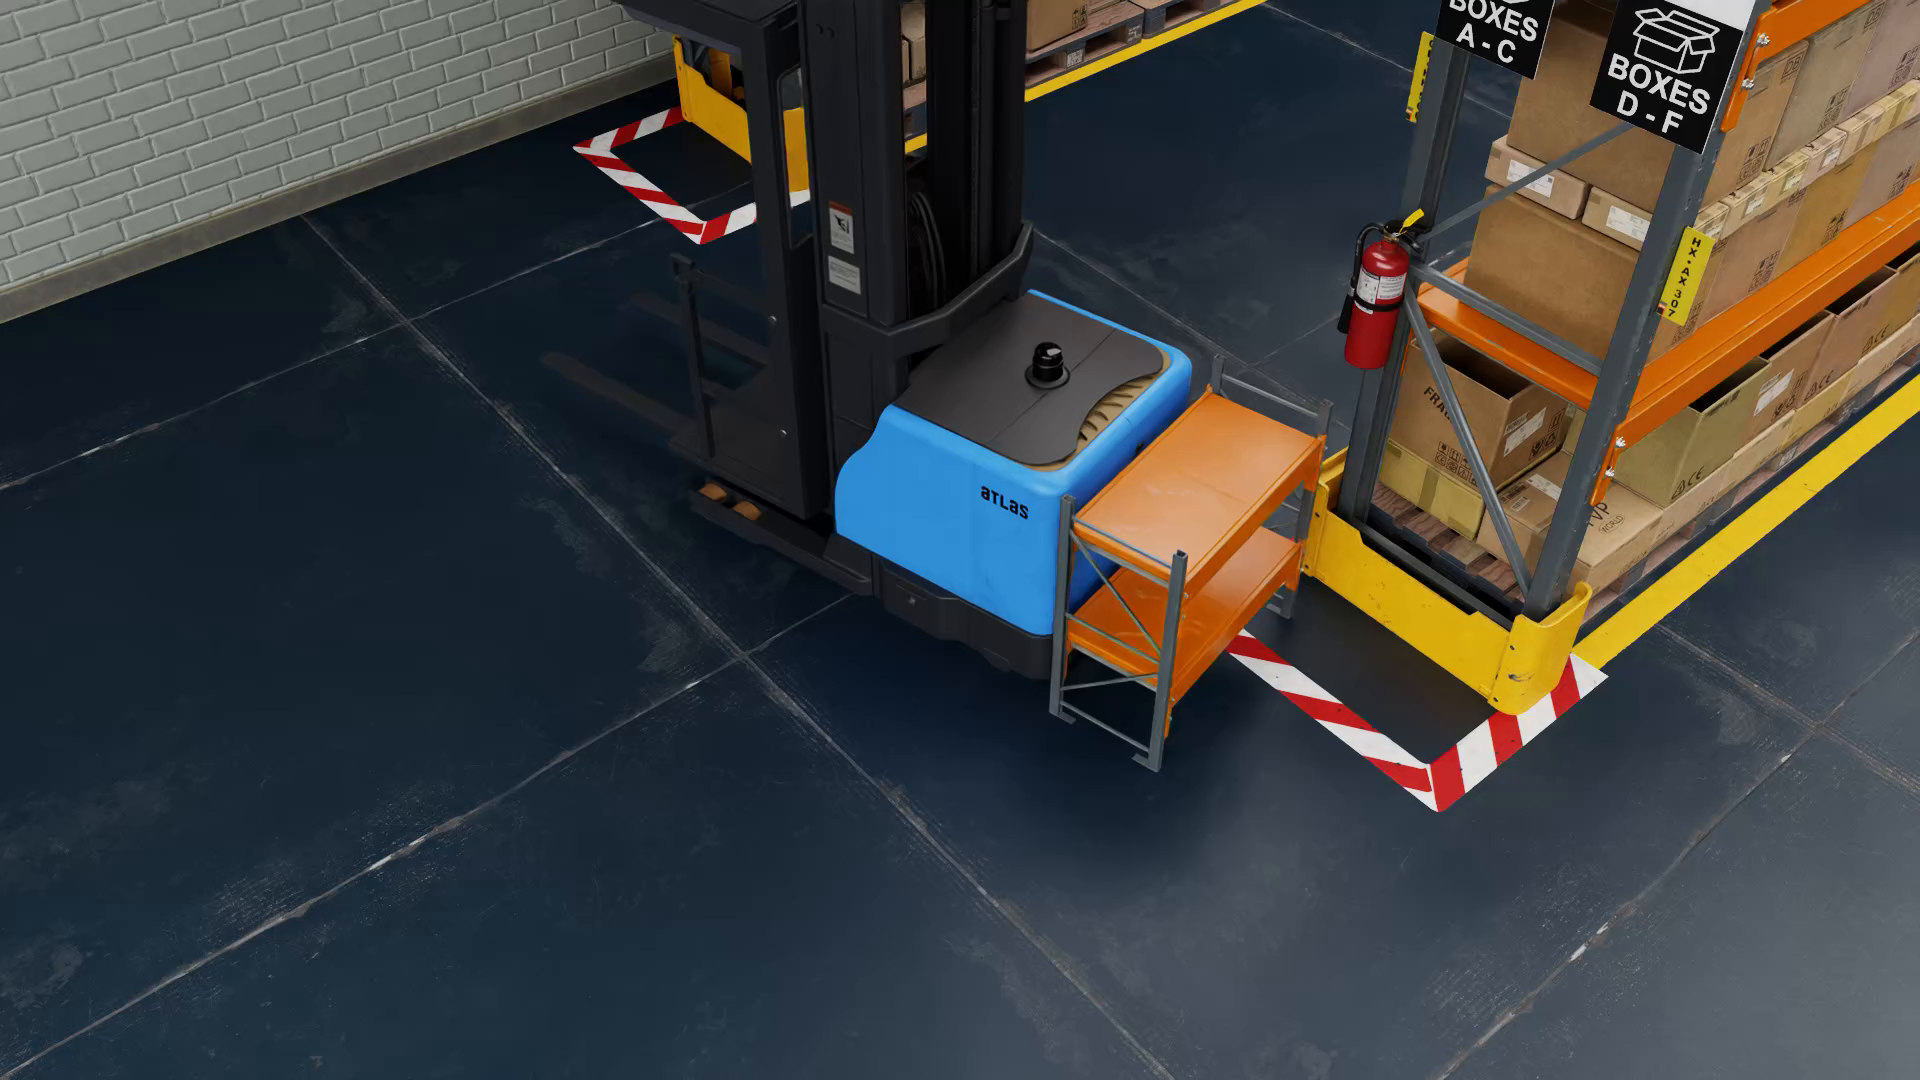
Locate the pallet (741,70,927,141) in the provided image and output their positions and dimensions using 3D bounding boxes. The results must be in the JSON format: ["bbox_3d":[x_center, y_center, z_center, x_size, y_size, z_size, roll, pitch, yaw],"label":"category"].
[{"bbox_3d":[-0.538,-2.735,10.008,1.213,0.211,1.003,-30,51,-28],"label":"pallet"}]

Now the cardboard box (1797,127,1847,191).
[{"bbox_3d":[2.966,-1.449,6.054,0.250,0.149,0.380,-31,51,-28],"label":"cardboard box"}]

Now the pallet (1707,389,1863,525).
[{"bbox_3d":[3.434,-0.655,7.793,1.213,0.211,1.003,-30,51,-28],"label":"pallet"}]

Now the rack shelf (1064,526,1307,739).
[{"bbox_3d":[0.866,0.263,6.505,0.538,0.278,1.000,28,50,26],"label":"rack shelf"}]

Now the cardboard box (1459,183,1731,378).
[{"bbox_3d":[2.306,-1.015,6.067,0.500,0.500,0.700,-30,51,-28],"label":"cardboard box"}]

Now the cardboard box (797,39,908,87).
[{"bbox_3d":[-0.653,-2.817,9.701,0.500,0.311,0.500,33,52,30],"label":"cardboard box"}]

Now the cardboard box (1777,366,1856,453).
[{"bbox_3d":[3.645,-0.708,7.514,0.500,0.250,0.500,-30,51,-28],"label":"cardboard box"}]

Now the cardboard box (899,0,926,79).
[{"bbox_3d":[-0.216,-3.067,9.968,0.500,0.311,0.500,-26,49,-25],"label":"cardboard box"}]

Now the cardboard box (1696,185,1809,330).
[{"bbox_3d":[2.705,-1.248,6.315,0.500,0.500,0.700,-28,50,-27],"label":"cardboard box"}]

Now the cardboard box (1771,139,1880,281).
[{"bbox_3d":[3.090,-1.463,6.544,0.500,0.500,0.700,-29,51,-28],"label":"cardboard box"}]

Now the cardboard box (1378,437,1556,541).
[{"bbox_3d":[2.161,-0.322,7.103,0.500,0.250,0.500,-30,51,-28],"label":"cardboard box"}]

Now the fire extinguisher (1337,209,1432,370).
[{"bbox_3d":[1.551,-0.944,6.121,0.183,0.674,0.296,-30,51,-28],"label":"fire extinguisher"}]

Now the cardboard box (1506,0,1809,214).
[{"bbox_3d":[2.346,-1.511,5.648,0.500,0.500,0.700,-30,51,-28],"label":"cardboard box"}]

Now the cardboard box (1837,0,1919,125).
[{"bbox_3d":[3.132,-1.967,6.133,0.500,0.500,0.700,-30,51,-28],"label":"cardboard box"}]

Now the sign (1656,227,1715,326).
[{"bbox_3d":[2.291,-0.831,5.253,0.005,0.325,0.100,-30,51,-28],"label":"sign"}]

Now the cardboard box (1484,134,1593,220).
[{"bbox_3d":[2.110,-1.321,5.919,0.250,0.149,0.380,-31,51,-28],"label":"cardboard box"}]

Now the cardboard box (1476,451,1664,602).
[{"bbox_3d":[2.493,-0.050,6.814,0.500,0.250,0.500,-30,51,-28],"label":"cardboard box"}]

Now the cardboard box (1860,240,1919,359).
[{"bbox_3d":[4.020,-1.208,7.499,0.500,0.500,0.500,-30,51,-28],"label":"cardboard box"}]

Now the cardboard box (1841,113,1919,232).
[{"bbox_3d":[3.491,-1.697,6.792,0.500,0.500,0.700,-28,50,-27],"label":"cardboard box"}]

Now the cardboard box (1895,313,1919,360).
[{"bbox_3d":[4.402,-1.155,7.991,0.500,0.250,0.500,-30,51,-28],"label":"cardboard box"}]

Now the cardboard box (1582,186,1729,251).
[{"bbox_3d":[2.378,-1.113,5.697,0.250,0.149,0.380,-30,51,-28],"label":"cardboard box"}]

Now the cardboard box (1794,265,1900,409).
[{"bbox_3d":[3.646,-0.981,7.257,0.500,0.500,0.500,-30,51,-28],"label":"cardboard box"}]

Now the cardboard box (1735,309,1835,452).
[{"bbox_3d":[3.251,-0.770,7.033,0.500,0.500,0.500,-30,51,-28],"label":"cardboard box"}]

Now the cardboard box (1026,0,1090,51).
[{"bbox_3d":[0.379,-3.432,10.218,0.500,0.500,0.700,-33,52,-30],"label":"cardboard box"}]

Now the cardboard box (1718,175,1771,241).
[{"bbox_3d":[2.579,-1.230,5.822,0.250,0.149,0.380,-31,51,-29],"label":"cardboard box"}]

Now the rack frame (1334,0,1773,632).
[{"bbox_3d":[1.939,-0.780,5.890,0.127,3.000,1.000,-30,51,-28],"label":"rack frame"}]

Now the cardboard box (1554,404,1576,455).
[{"bbox_3d":[2.537,-0.548,7.344,0.500,0.250,0.500,-30,51,-28],"label":"cardboard box"}]

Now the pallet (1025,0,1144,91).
[{"bbox_3d":[0.398,-3.268,10.576,1.213,0.211,1.003,-30,51,-28],"label":"pallet"}]

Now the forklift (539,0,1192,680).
[{"bbox_3d":[-0.570,-1.337,6.532,3.031,2.935,1.130,27,49,26],"label":"forklift"}]

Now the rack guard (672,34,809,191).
[{"bbox_3d":[-1.184,-2.502,9.549,0.348,0.500,1.175,-30,51,-28],"label":"rack guard"}]

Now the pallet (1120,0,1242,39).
[{"bbox_3d":[1.334,-3.807,11.149,1.213,0.211,1.003,-30,51,-28],"label":"pallet"}]

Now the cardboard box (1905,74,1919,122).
[{"bbox_3d":[3.558,-1.787,6.415,0.250,0.149,0.380,-29,51,-28],"label":"cardboard box"}]

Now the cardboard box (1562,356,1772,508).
[{"bbox_3d":[2.876,-0.544,6.792,0.500,0.500,0.500,-30,51,-28],"label":"cardboard box"}]

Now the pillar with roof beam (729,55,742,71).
[{"bbox_3d":[1.502,-4.068,5.008,0.400,9.000,9.100,-30,51,-28],"label":"pillar with roof beam"}]

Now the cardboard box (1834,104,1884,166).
[{"bbox_3d":[3.169,-1.567,6.180,0.250,0.149,0.380,-32,52,-29],"label":"cardboard box"}]

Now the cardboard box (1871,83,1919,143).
[{"bbox_3d":[3.365,-1.679,6.300,0.250,0.149,0.380,-30,51,-28],"label":"cardboard box"}]

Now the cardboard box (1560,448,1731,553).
[{"bbox_3d":[2.875,-0.272,7.050,0.500,0.250,0.500,-30,51,-28],"label":"cardboard box"}]

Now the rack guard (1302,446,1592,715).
[{"bbox_3d":[1.921,0.141,6.734,0.348,0.500,1.175,-30,51,-28],"label":"rack guard"}]

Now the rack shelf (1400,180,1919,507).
[{"bbox_3d":[3.473,-1.397,7.072,4.000,0.370,1.077,-30,51,-28],"label":"rack shelf"}]

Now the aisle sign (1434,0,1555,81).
[{"bbox_3d":[1.701,-1.853,5.133,0.004,0.787,0.394,-30,51,-28],"label":"aisle sign"}]

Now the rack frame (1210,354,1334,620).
[{"bbox_3d":[1.175,-0.191,6.632,0.500,1.125,0.032,28,50,26],"label":"rack frame"}]

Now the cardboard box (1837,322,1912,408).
[{"bbox_3d":[4.028,-0.928,7.749,0.500,0.250,0.500,-30,51,-28],"label":"cardboard box"}]

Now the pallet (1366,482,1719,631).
[{"bbox_3d":[2.499,-0.122,7.226,1.213,0.211,1.003,-30,51,-28],"label":"pallet"}]

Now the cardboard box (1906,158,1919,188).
[{"bbox_3d":[3.883,-1.922,7.033,0.500,0.500,0.700,-29,50,-27],"label":"cardboard box"}]

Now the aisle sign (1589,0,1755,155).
[{"bbox_3d":[2.085,-1.538,4.798,0.004,0.787,0.394,-30,51,-28],"label":"aisle sign"}]

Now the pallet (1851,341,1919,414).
[{"bbox_3d":[4.371,-1.194,8.367,1.213,0.211,1.003,-30,51,-28],"label":"pallet"}]

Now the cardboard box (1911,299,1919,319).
[{"bbox_3d":[4.401,-1.430,7.735,0.500,0.500,0.500,-30,51,-28],"label":"cardboard box"}]

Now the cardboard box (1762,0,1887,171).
[{"bbox_3d":[2.746,-1.745,5.897,0.500,0.500,0.700,-31,51,-29],"label":"cardboard box"}]

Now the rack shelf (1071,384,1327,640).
[{"bbox_3d":[0.866,-0.129,6.138,0.538,0.278,1.000,28,50,26],"label":"rack shelf"}]

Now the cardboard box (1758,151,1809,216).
[{"bbox_3d":[2.771,-1.339,5.938,0.250,0.149,0.380,-30,51,-28],"label":"cardboard box"}]

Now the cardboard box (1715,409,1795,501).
[{"bbox_3d":[3.258,-0.491,7.283,0.500,0.250,0.500,-30,51,-28],"label":"cardboard box"}]

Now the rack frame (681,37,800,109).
[{"bbox_3d":[-1.242,-3.380,8.658,0.127,3.000,1.000,-30,51,-28],"label":"rack frame"}]

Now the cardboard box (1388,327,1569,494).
[{"bbox_3d":[2.160,-0.596,6.848,0.500,0.500,0.500,-30,51,-28],"label":"cardboard box"}]

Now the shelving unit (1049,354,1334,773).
[{"bbox_3d":[0.866,0.085,6.338,0.538,1.125,1.048,28,50,26],"label":"shelving unit"}]

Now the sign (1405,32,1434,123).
[{"bbox_3d":[1.602,-1.580,5.722,0.005,0.325,0.100,-30,51,-28],"label":"sign"}]

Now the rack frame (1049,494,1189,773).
[{"bbox_3d":[0.557,0.361,6.044,0.500,1.125,0.032,28,50,26],"label":"rack frame"}]

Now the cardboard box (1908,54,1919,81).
[{"bbox_3d":[3.516,-2.187,6.367,0.500,0.500,0.700,-30,51,-28],"label":"cardboard box"}]

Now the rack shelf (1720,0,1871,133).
[{"bbox_3d":[3.473,-2.490,6.045,4.000,0.370,1.077,-30,51,-28],"label":"rack shelf"}]
